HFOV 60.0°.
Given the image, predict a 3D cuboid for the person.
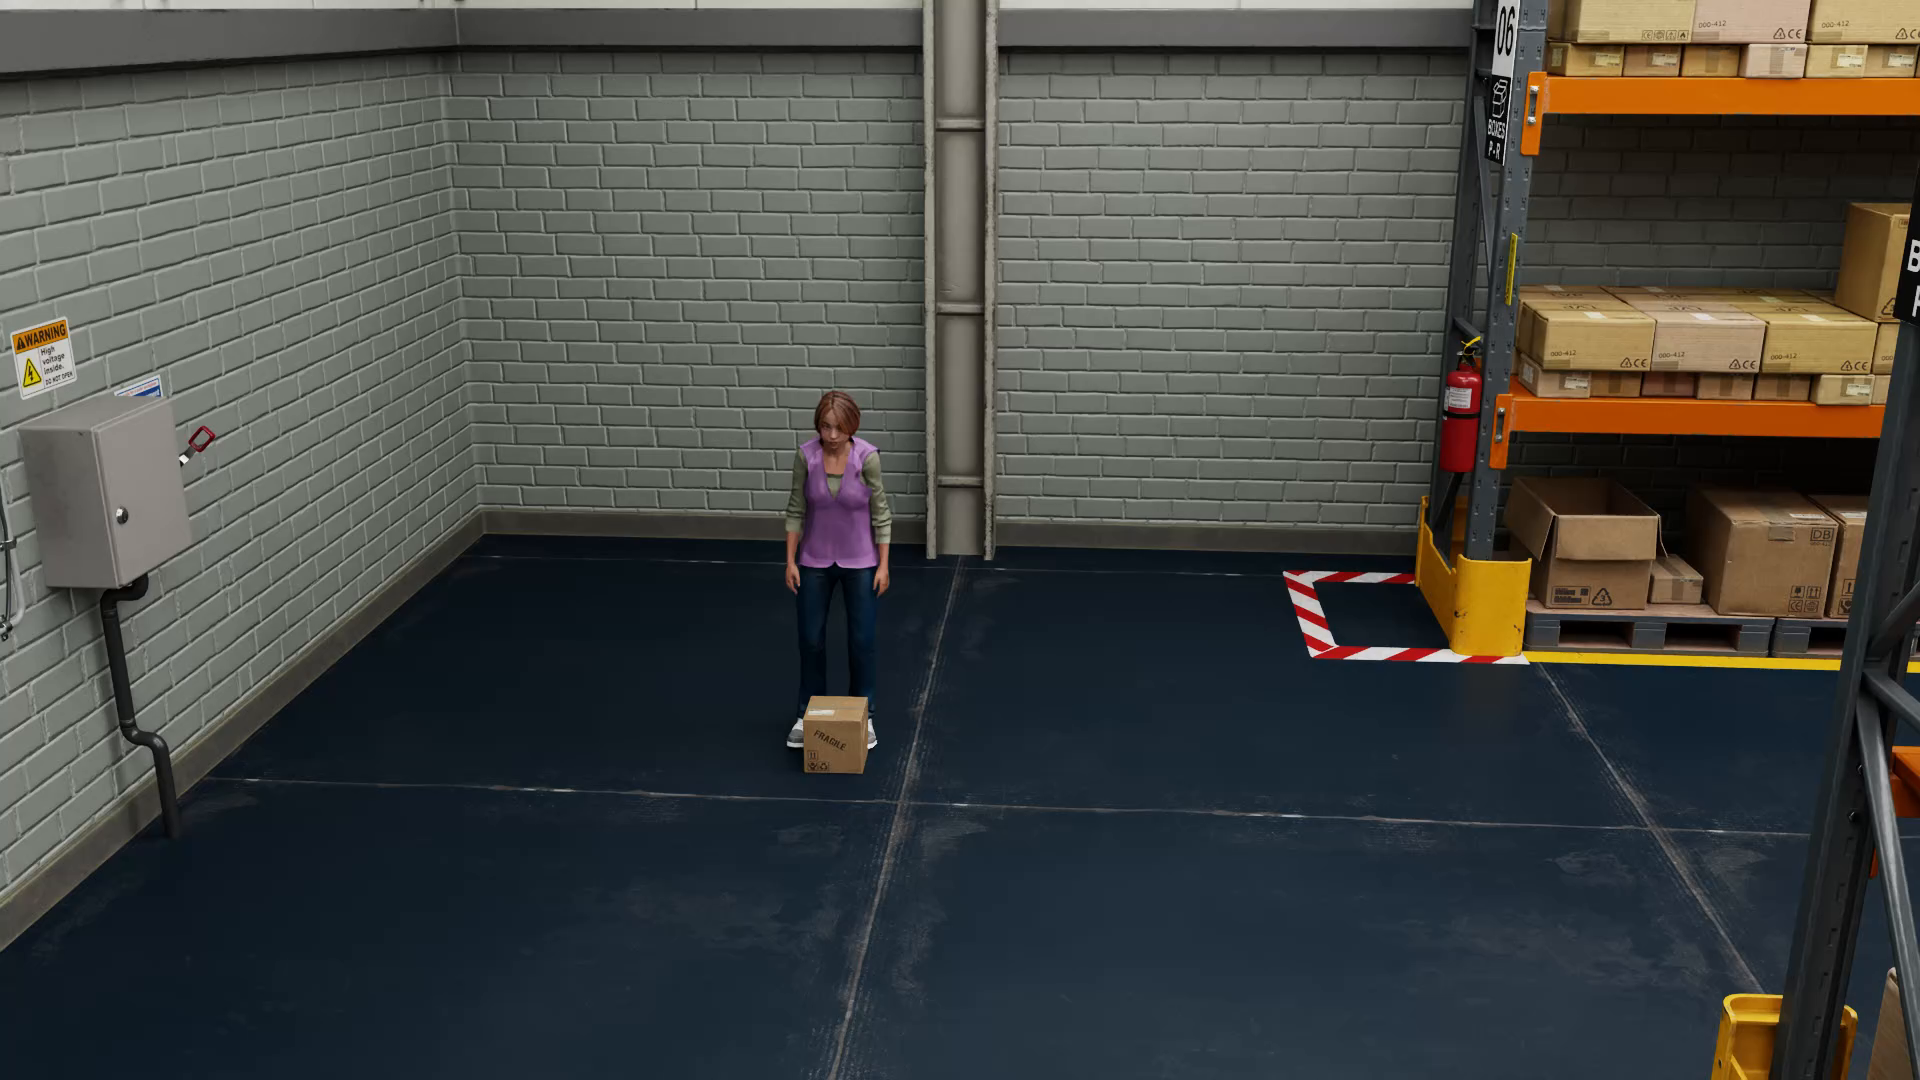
[{"bbox_3d":[-0.526,0.126,7.180,0.465,1.592,0.347,1,18,4],"label":"person"}]
